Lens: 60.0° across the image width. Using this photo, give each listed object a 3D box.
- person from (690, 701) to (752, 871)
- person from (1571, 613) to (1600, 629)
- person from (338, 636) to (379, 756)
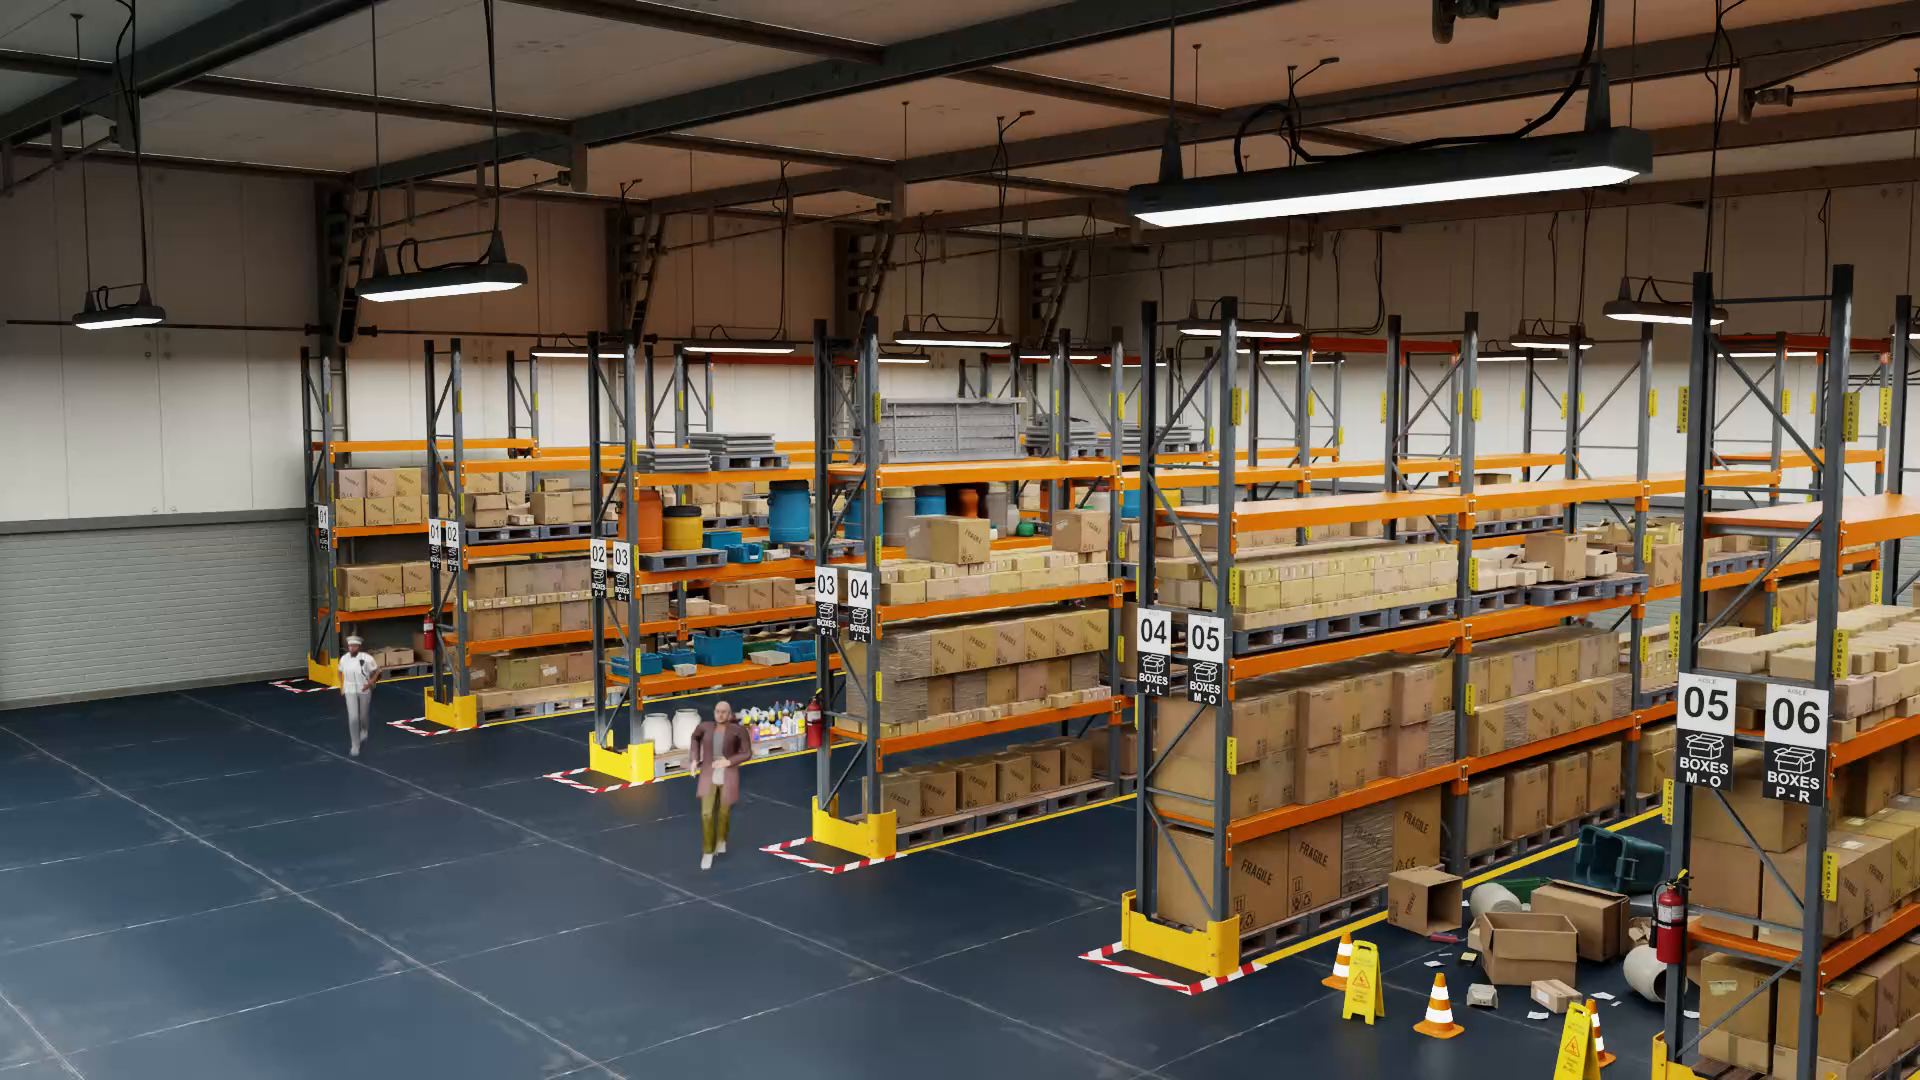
[{"bbox_3d":[-2.642,2.725,18.394,0.700,1.755,0.814,0,5,-4],"label":"person"},{"bbox_3d":[10.028,1.930,26.892,0.658,1.717,0.946,4,6,38],"label":"person"},{"bbox_3d":[-8.708,2.213,24.113,0.585,1.723,0.775,-1,5,-11],"label":"person"}]
